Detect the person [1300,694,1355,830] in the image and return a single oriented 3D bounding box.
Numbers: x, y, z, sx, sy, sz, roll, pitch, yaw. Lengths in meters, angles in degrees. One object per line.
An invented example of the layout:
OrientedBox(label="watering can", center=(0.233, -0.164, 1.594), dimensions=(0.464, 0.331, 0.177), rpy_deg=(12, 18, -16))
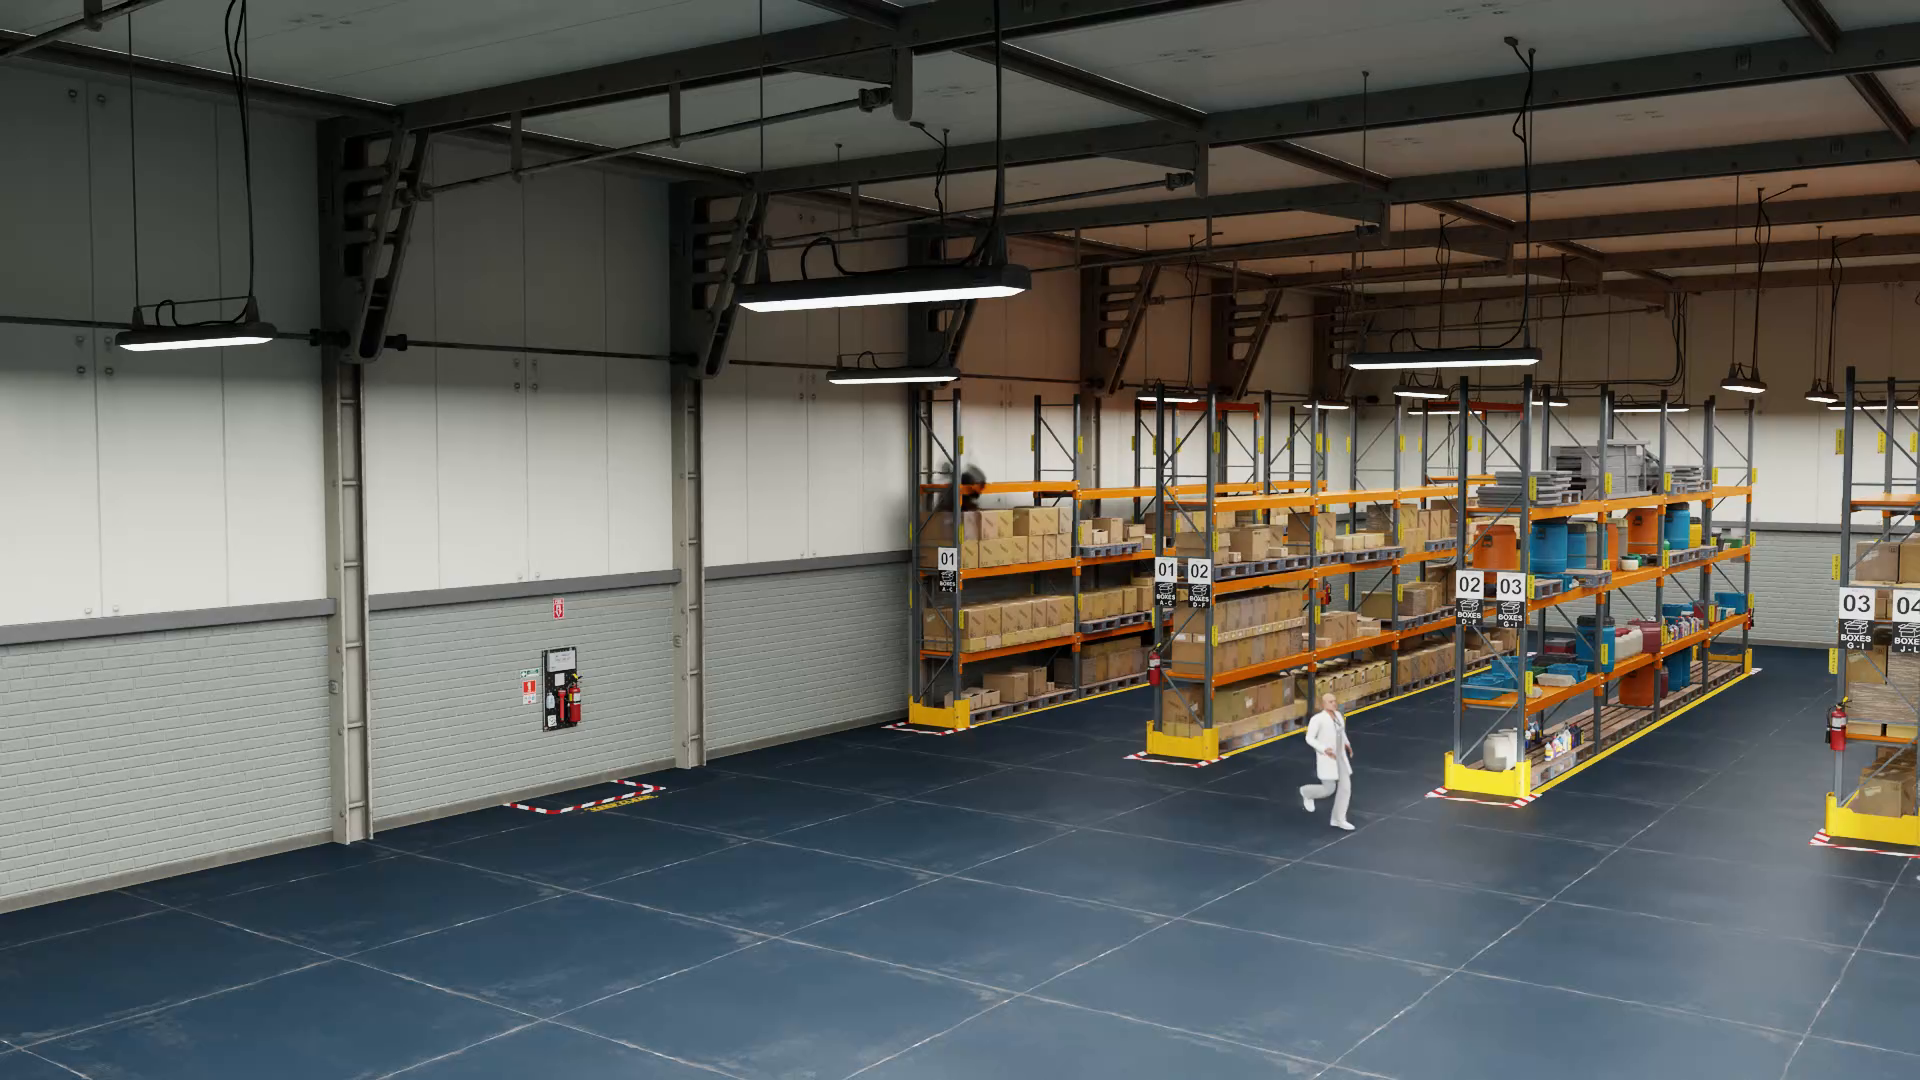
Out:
OrientedBox(label="person", center=(4.896, 2.893, 21.882), dimensions=(0.725, 1.744, 0.833), rpy_deg=(-2, 4, -30))
